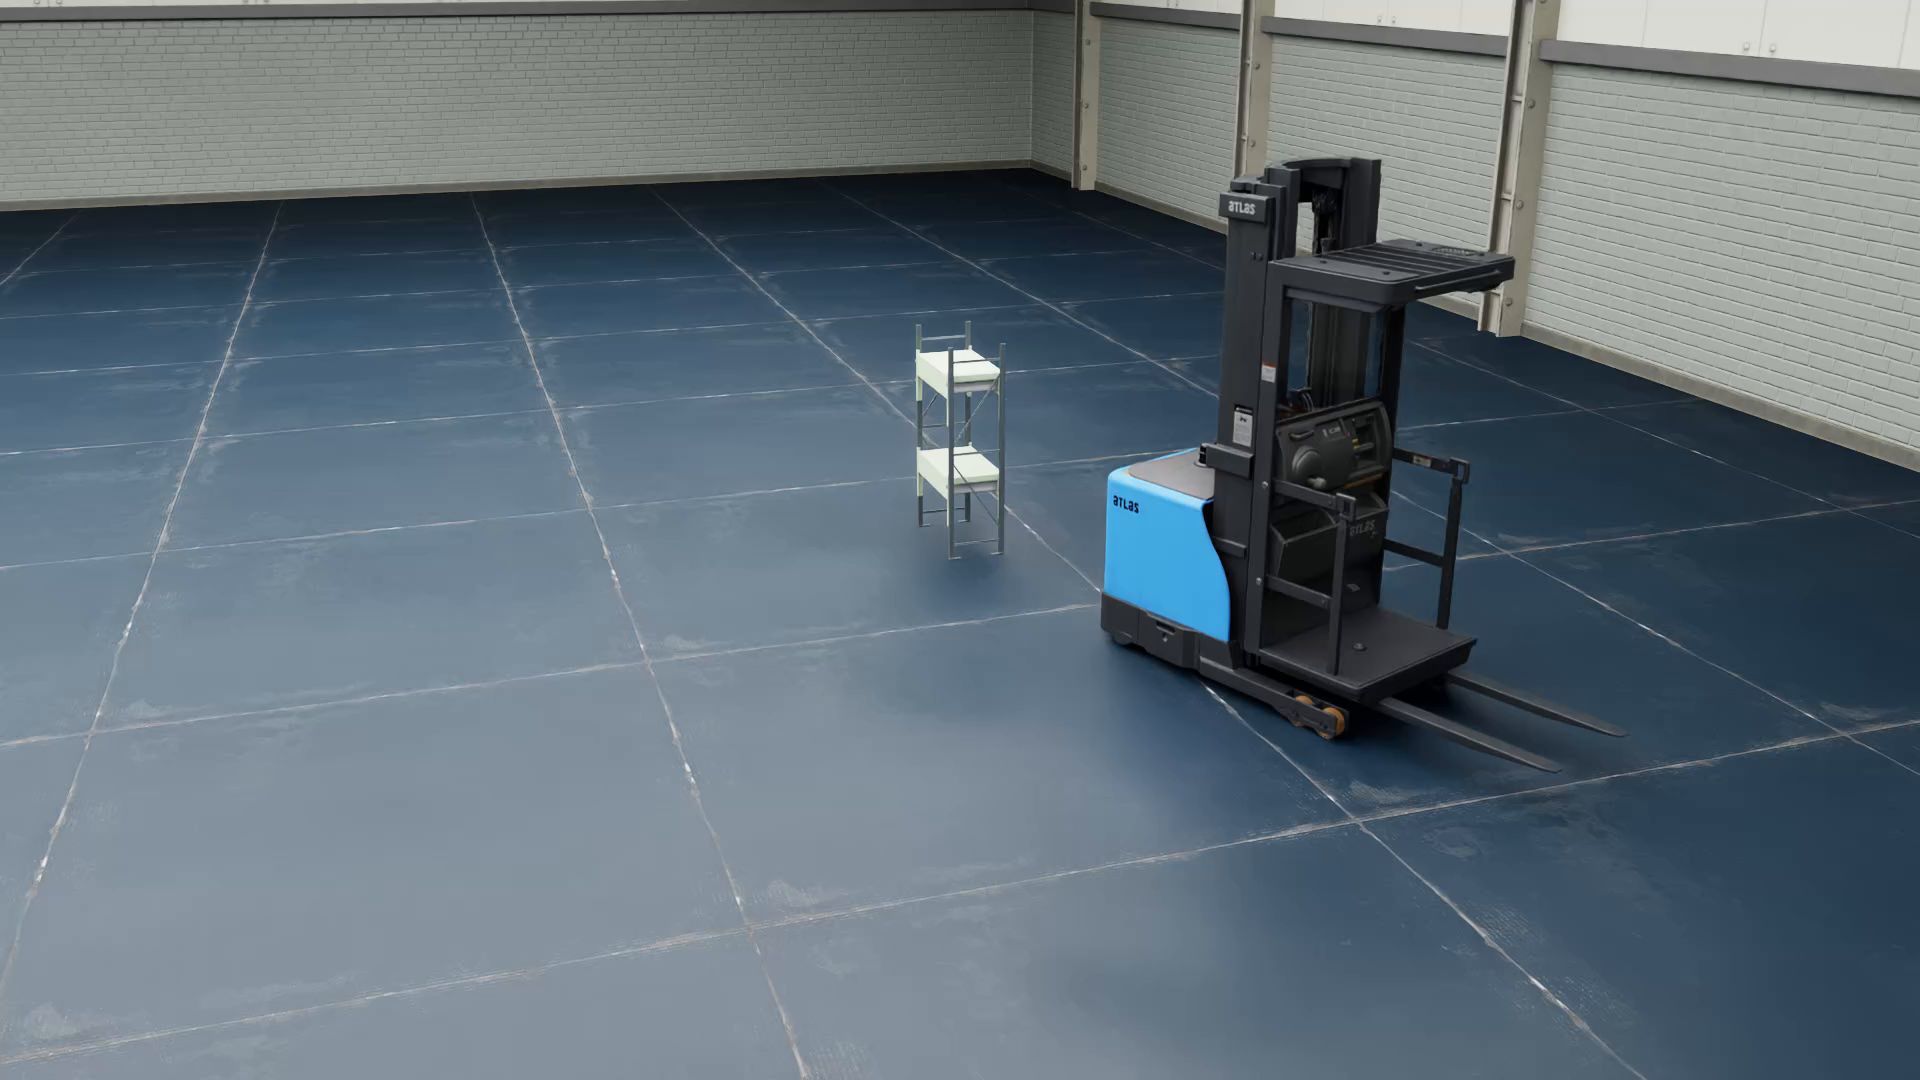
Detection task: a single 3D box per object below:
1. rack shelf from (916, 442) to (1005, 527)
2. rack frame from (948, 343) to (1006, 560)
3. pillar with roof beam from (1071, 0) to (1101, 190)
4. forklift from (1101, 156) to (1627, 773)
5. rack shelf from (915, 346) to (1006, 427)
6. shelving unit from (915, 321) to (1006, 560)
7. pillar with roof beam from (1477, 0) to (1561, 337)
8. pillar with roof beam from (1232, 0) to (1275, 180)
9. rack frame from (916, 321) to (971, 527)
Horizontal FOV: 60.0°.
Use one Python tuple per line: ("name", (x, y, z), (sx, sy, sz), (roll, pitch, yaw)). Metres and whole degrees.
("rack shelf", (-0.002, -0.401, 11.779), (0.431, 0.370, 0.720), (-6, 21, -17))
("rack frame", (0.113, -0.591, 11.342), (0.400, 1.500, 0.023), (-6, 21, -17))
("pillar with roof beam", (-1.931, -9.908, 26.190), (9.100, 9.000, 0.400), (-6, 21, -17))
("forklift", (2.191, -0.502, 8.978), (1.130, 2.935, 3.031), (-16, 25, -37))
("rack shelf", (-0.002, -1.075, 11.537), (0.431, 0.370, 0.720), (-6, 21, -17))
("shelving unit", (-0.002, -0.708, 11.669), (0.431, 1.500, 0.755), (-6, 21, -17))
("pillar with roof beam", (1.840, -6.057, 15.468), (9.100, 9.000, 0.400), (-6, 21, -17))
("pillar with roof beam", (-0.046, -7.983, 20.829), (9.100, 9.000, 0.400), (-6, 21, -17))
("rack frame", (-0.117, -0.825, 11.996), (0.400, 1.500, 0.023), (-6, 21, -17))
